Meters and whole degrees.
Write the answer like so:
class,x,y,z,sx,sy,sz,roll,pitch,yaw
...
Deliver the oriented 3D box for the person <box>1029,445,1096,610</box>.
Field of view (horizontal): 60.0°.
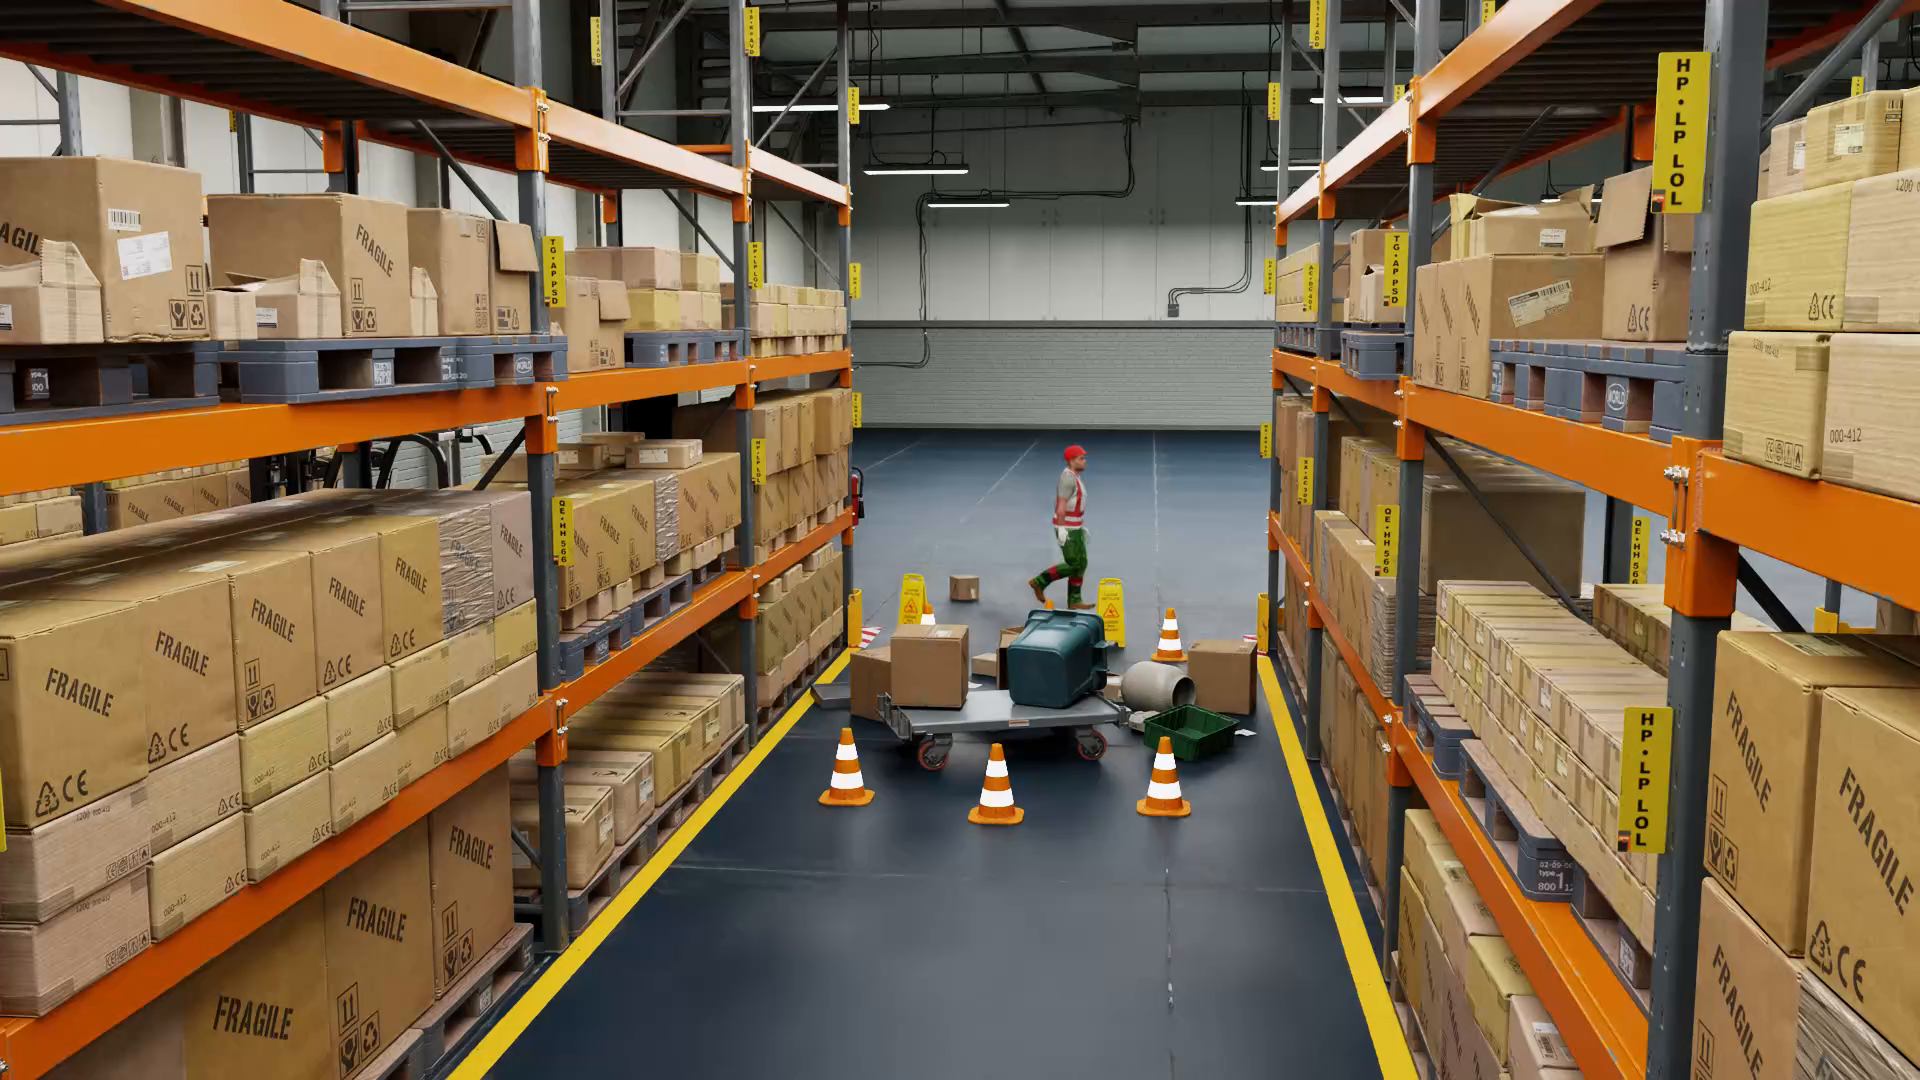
class,x,y,z,sx,sy,sz,roll,pitch,yaw
person,1.090,-0.120,17.583,0.705,1.769,0.659,2,8,13
